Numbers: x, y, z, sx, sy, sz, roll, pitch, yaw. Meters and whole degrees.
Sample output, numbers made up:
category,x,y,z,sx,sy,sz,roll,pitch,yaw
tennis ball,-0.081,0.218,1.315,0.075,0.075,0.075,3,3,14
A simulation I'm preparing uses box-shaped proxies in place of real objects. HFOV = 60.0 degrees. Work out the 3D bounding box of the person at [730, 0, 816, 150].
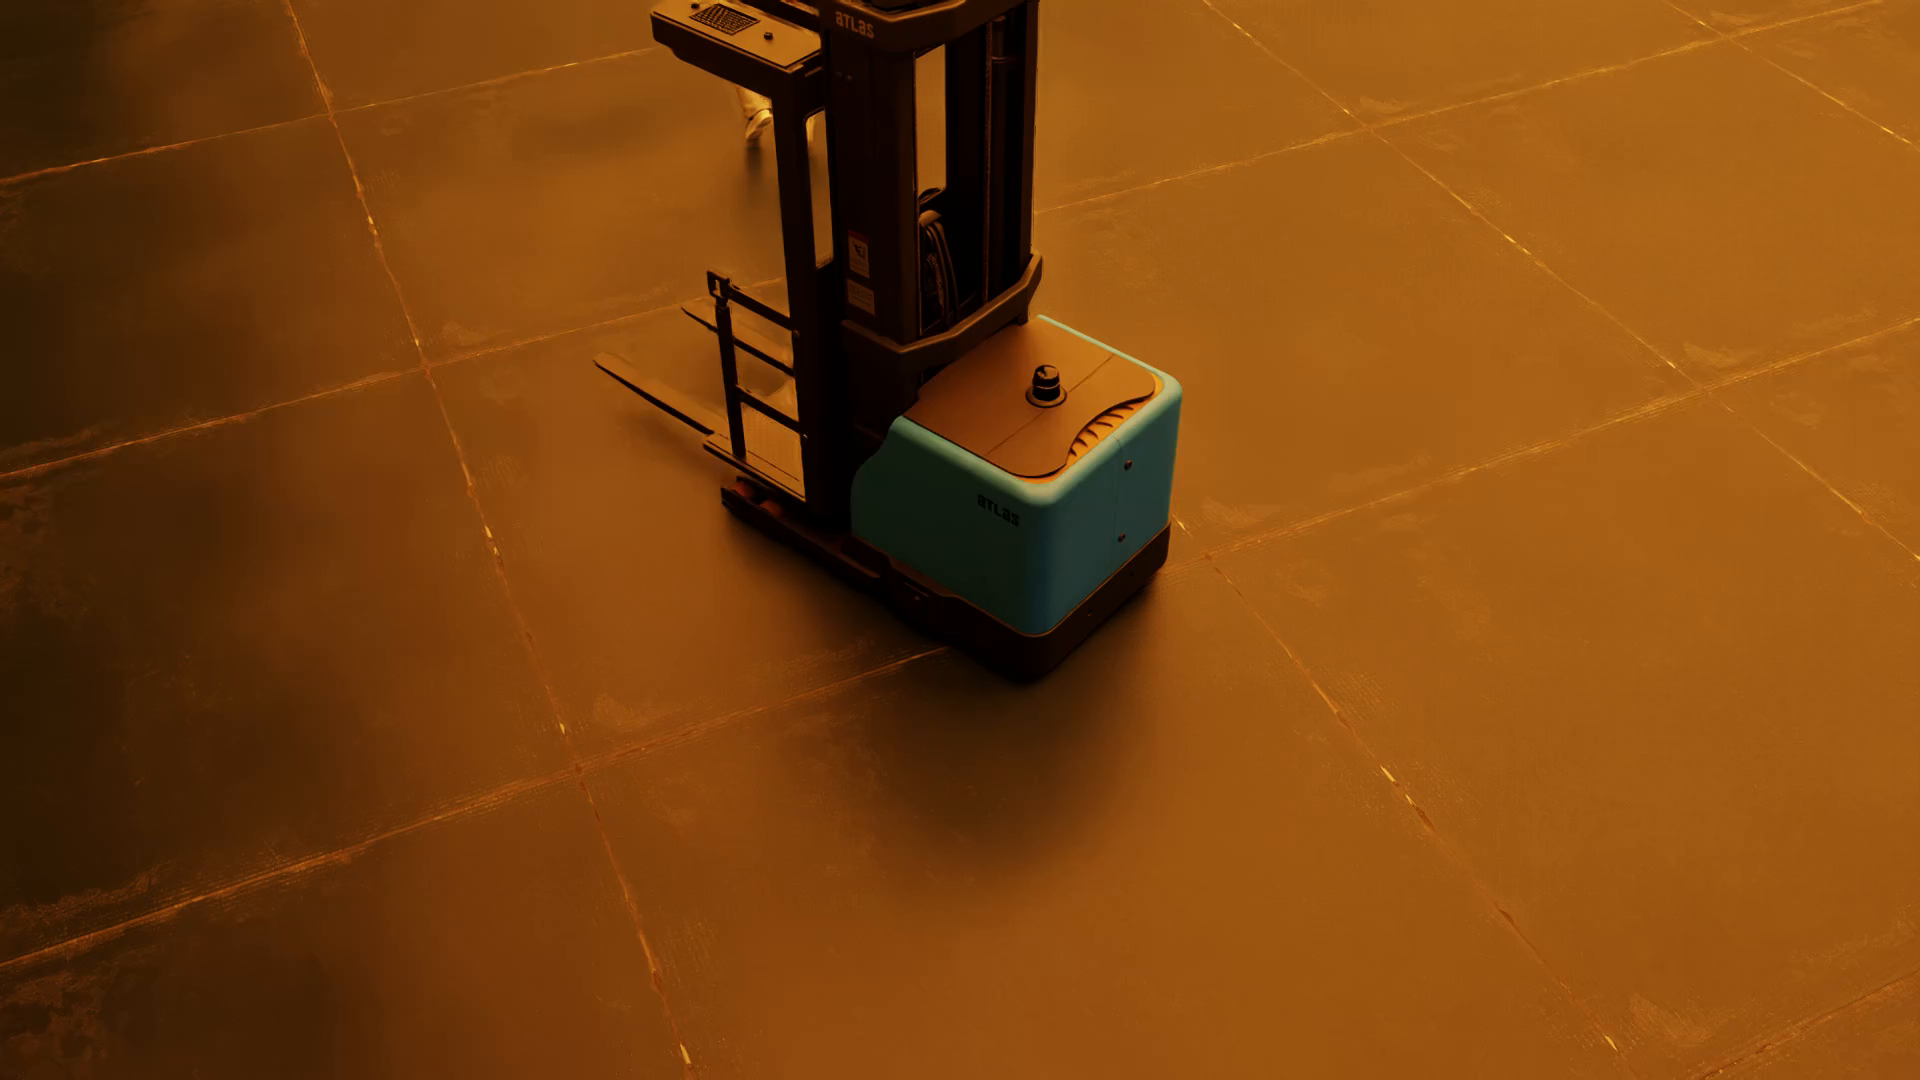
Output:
category,x,y,z,sx,sy,sz,roll,pitch,yaw
person,-1.263,-3.044,9.961,0.954,1.567,0.777,-8,44,-8

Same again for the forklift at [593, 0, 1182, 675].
category,x,y,z,sx,sy,sz,roll,pitch,yaw
forklift,-0.504,-1.347,7.124,3.031,2.935,1.130,30,51,28
